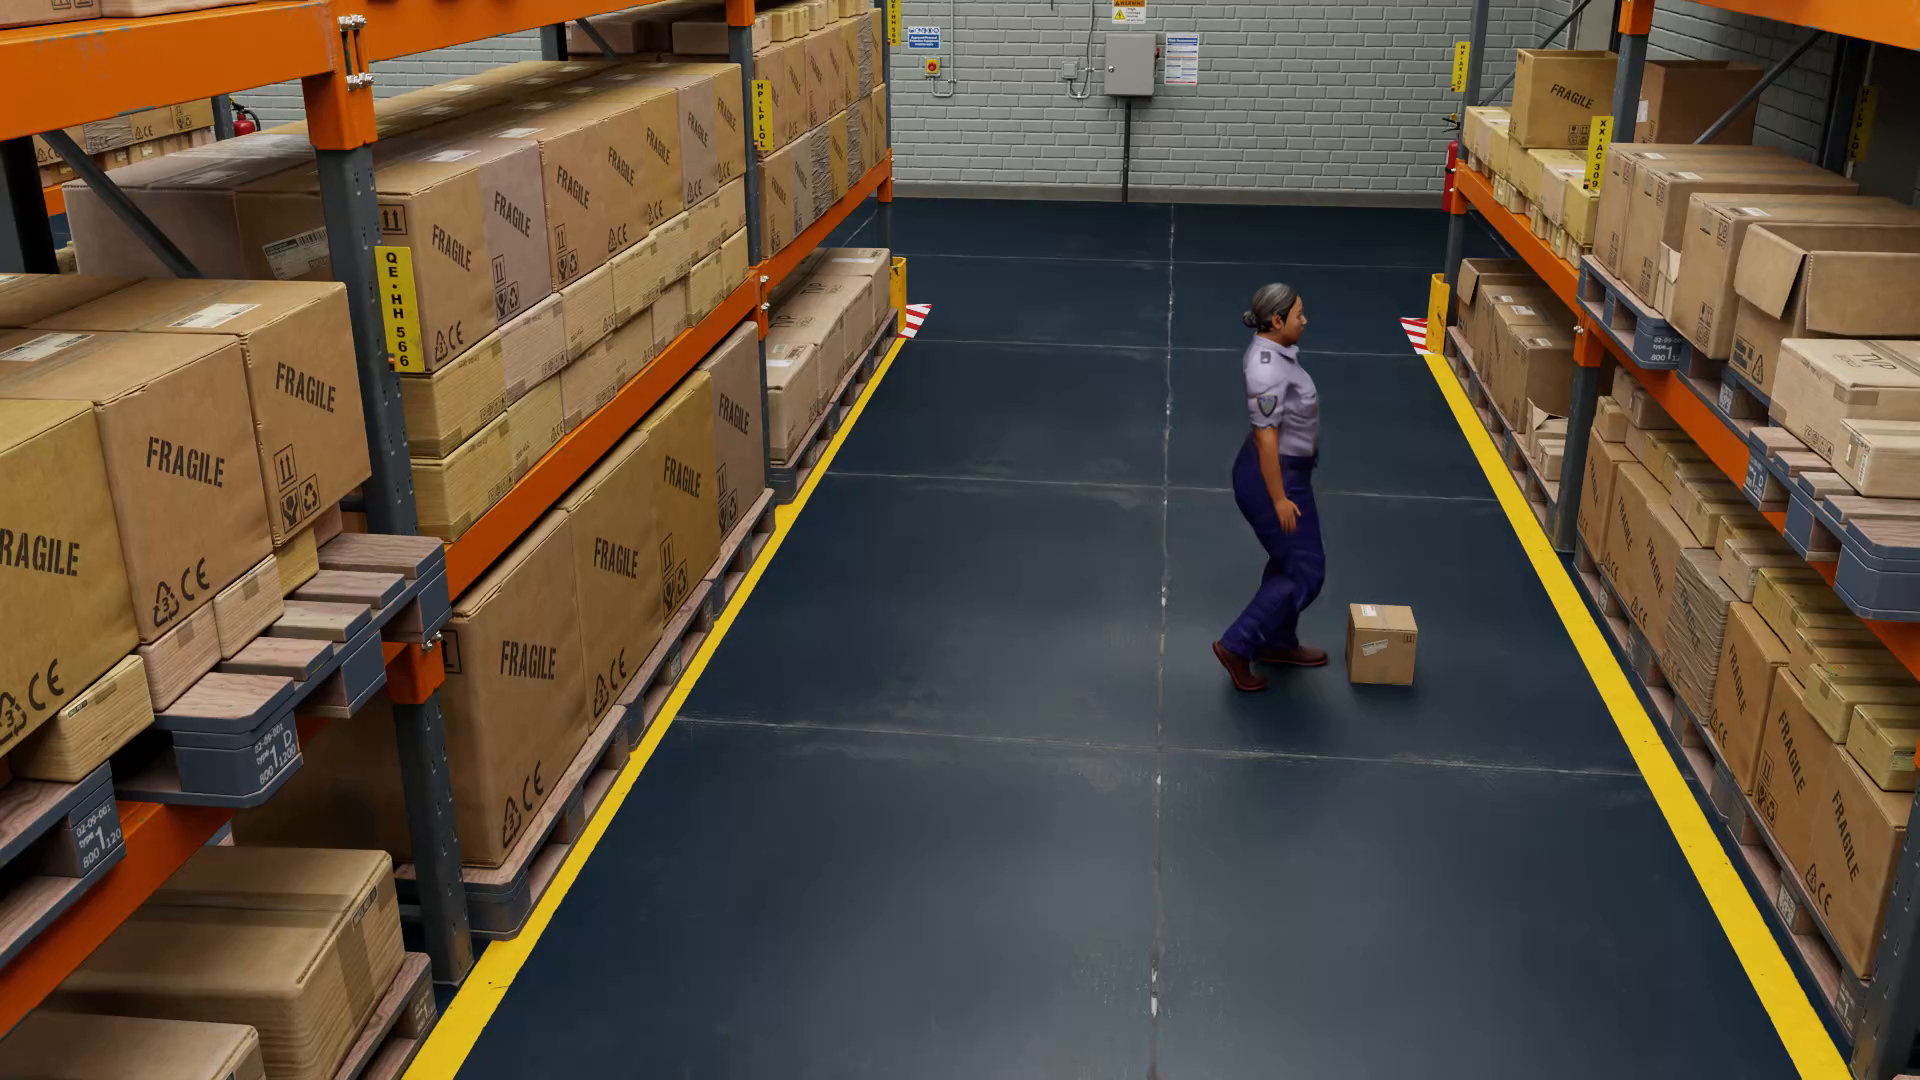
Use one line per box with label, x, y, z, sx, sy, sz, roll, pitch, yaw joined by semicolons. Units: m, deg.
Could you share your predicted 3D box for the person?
person;1.300;-0.224;6.702;0.498;1.635;0.515;3;21;7
